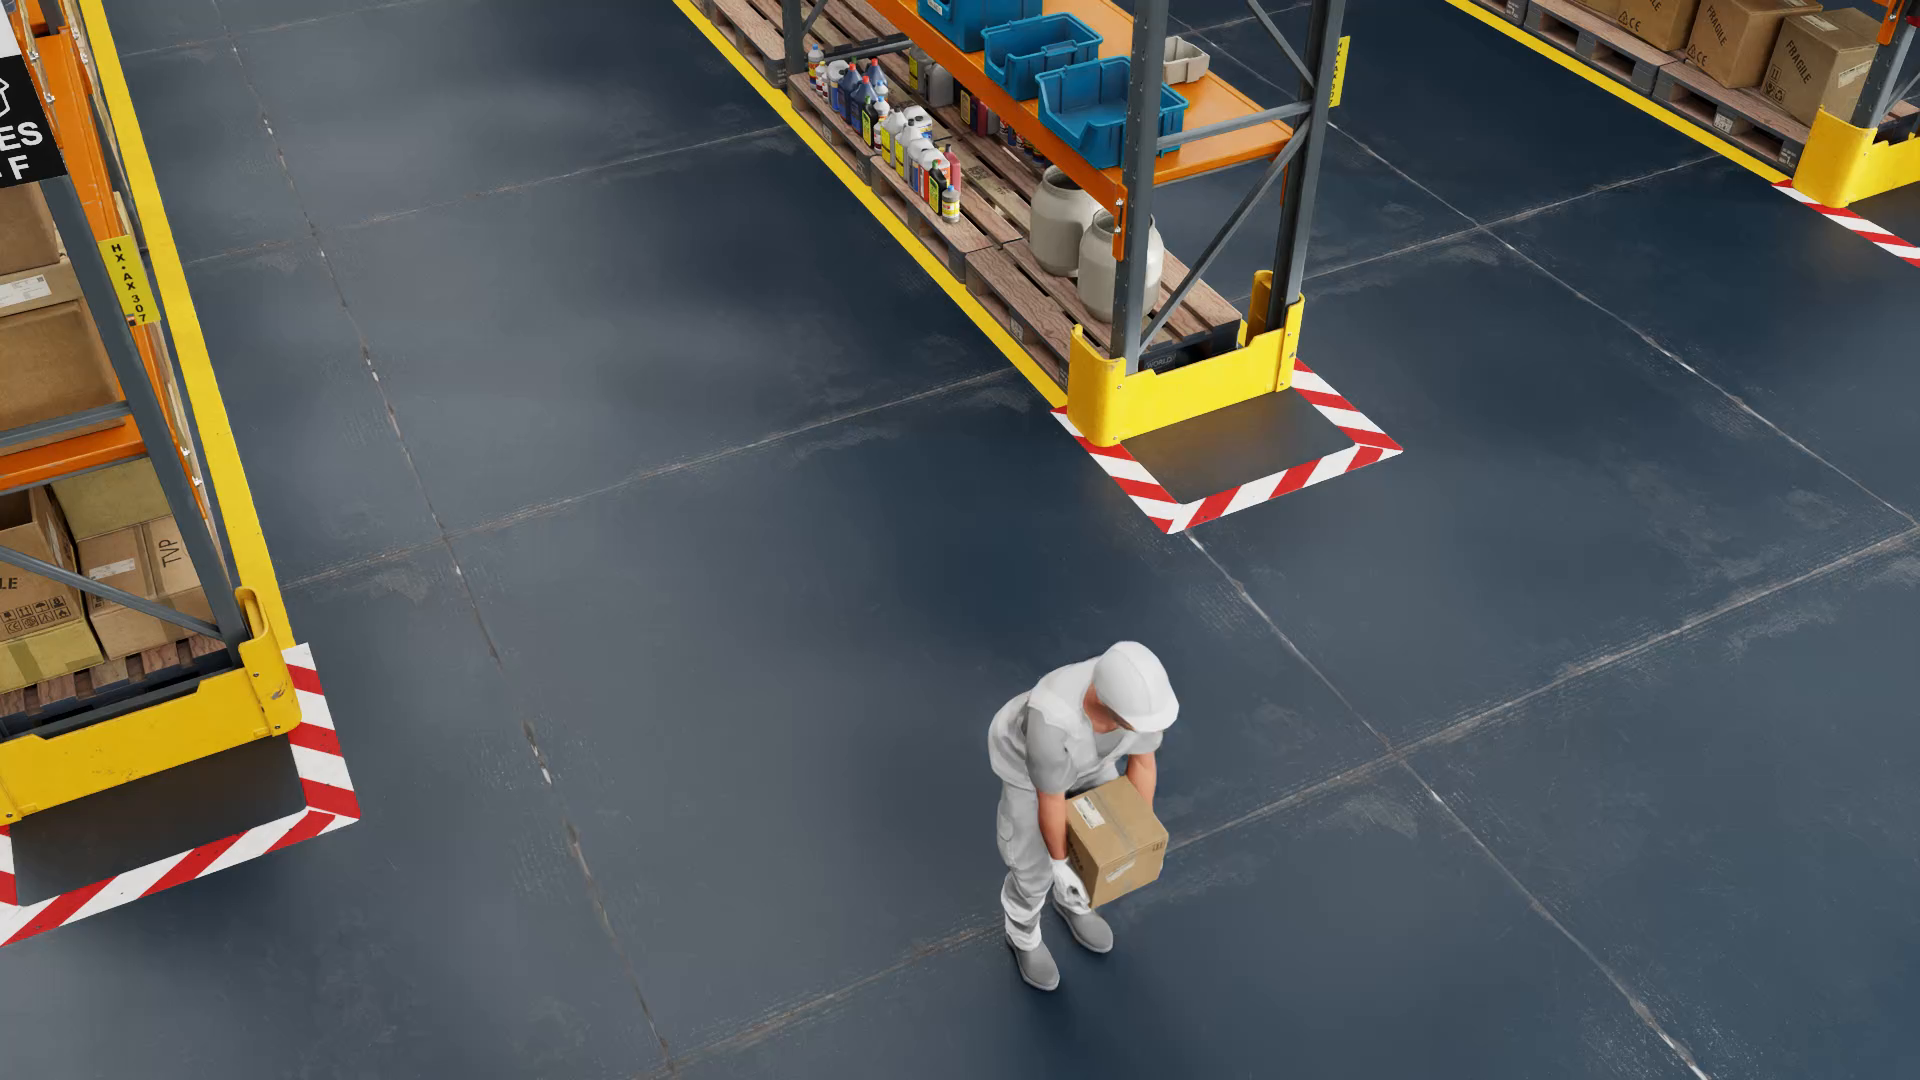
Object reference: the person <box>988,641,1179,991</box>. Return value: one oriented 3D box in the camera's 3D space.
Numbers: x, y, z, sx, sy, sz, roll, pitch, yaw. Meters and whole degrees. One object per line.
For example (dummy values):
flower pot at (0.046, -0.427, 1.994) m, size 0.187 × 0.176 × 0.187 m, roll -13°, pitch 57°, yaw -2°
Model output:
person at (0.387, 0.835, 5.265) m, size 0.484 × 1.669 × 0.690 m, roll -20°, pitch 45°, yaw -21°
